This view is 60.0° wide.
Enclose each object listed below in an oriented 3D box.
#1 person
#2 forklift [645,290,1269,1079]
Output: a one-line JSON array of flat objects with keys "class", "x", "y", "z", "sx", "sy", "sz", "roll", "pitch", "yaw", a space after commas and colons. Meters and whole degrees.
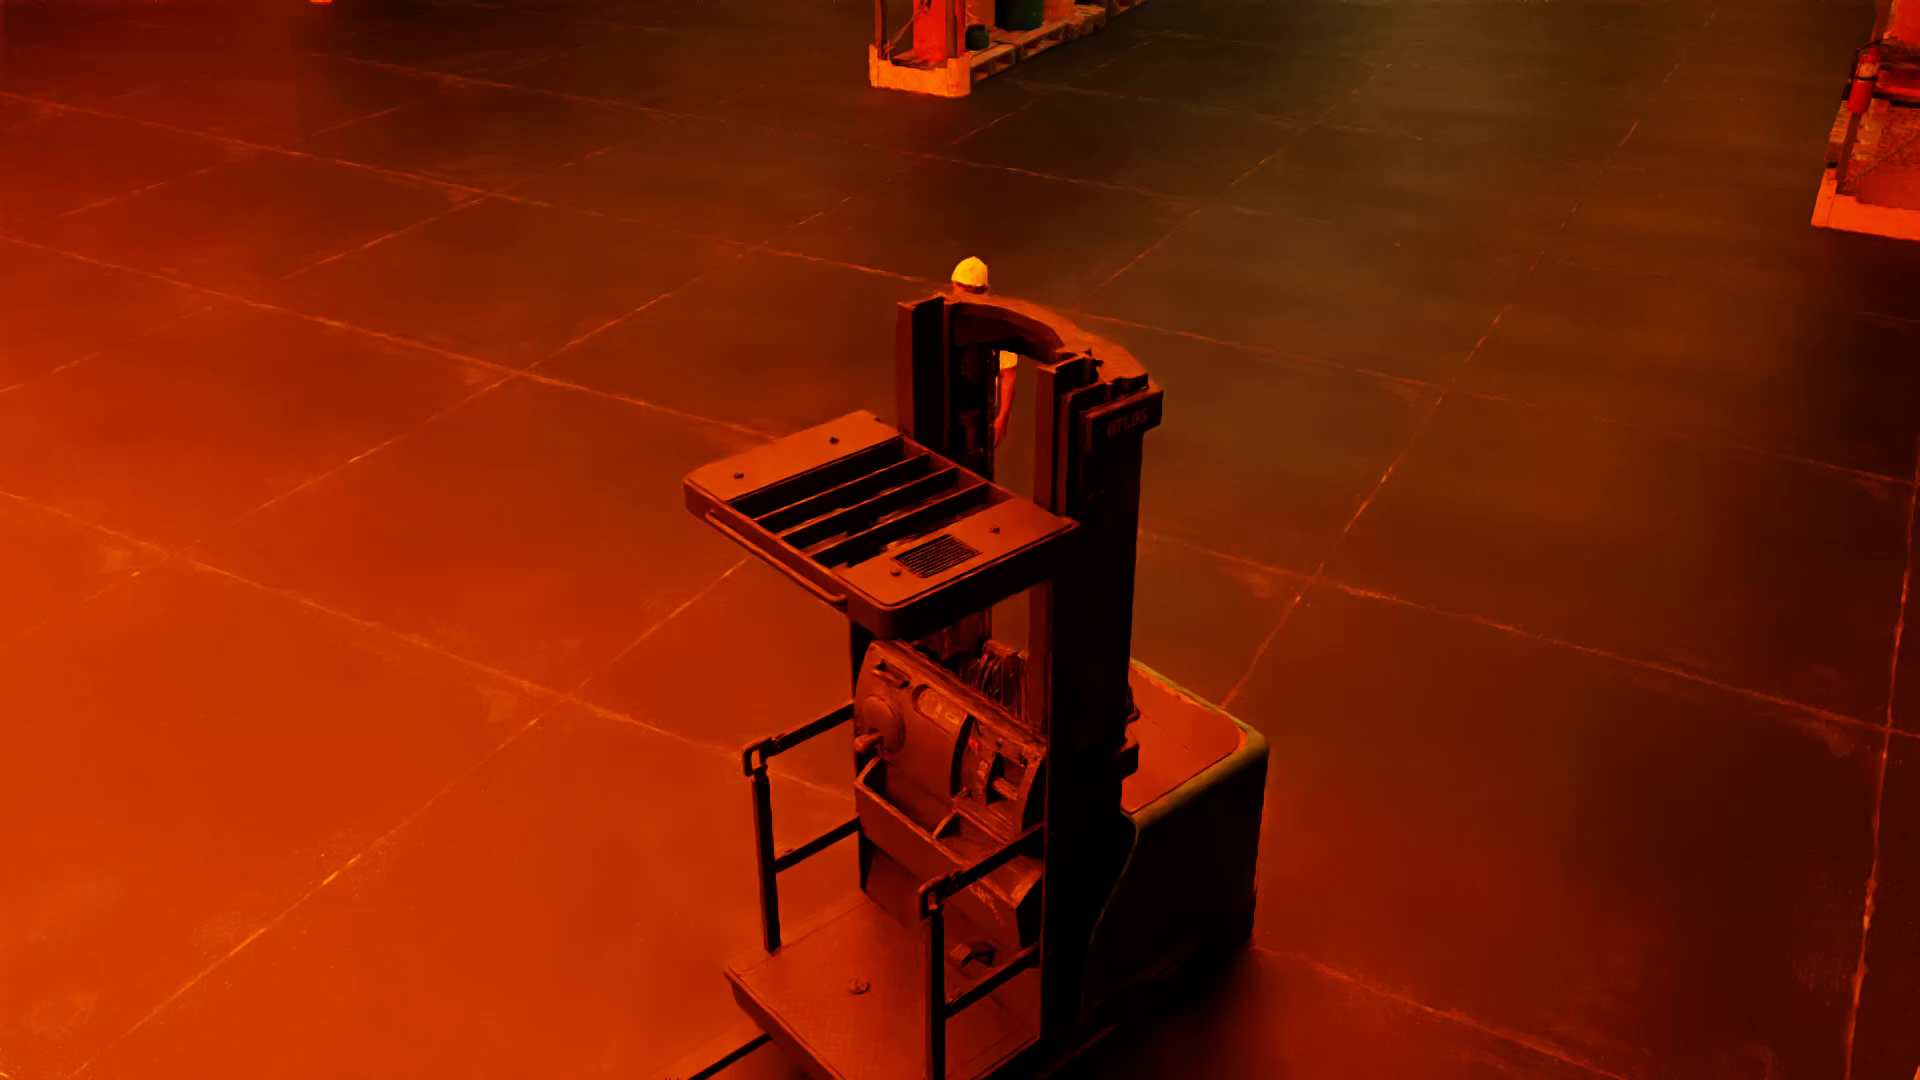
[{"class": "person", "x": -0.038, "y": -0.742, "z": 9.507, "sx": 0.665, "sy": 1.766, "sz": 0.576, "roll": 15, "pitch": 33, "yaw": 25}, {"class": "forklift", "x": -0.211, "y": 0.736, "z": 5.795, "sx": 3.031, "sy": 2.935, "sz": 1.130, "roll": -24, "pitch": 37, "yaw": -35}]
